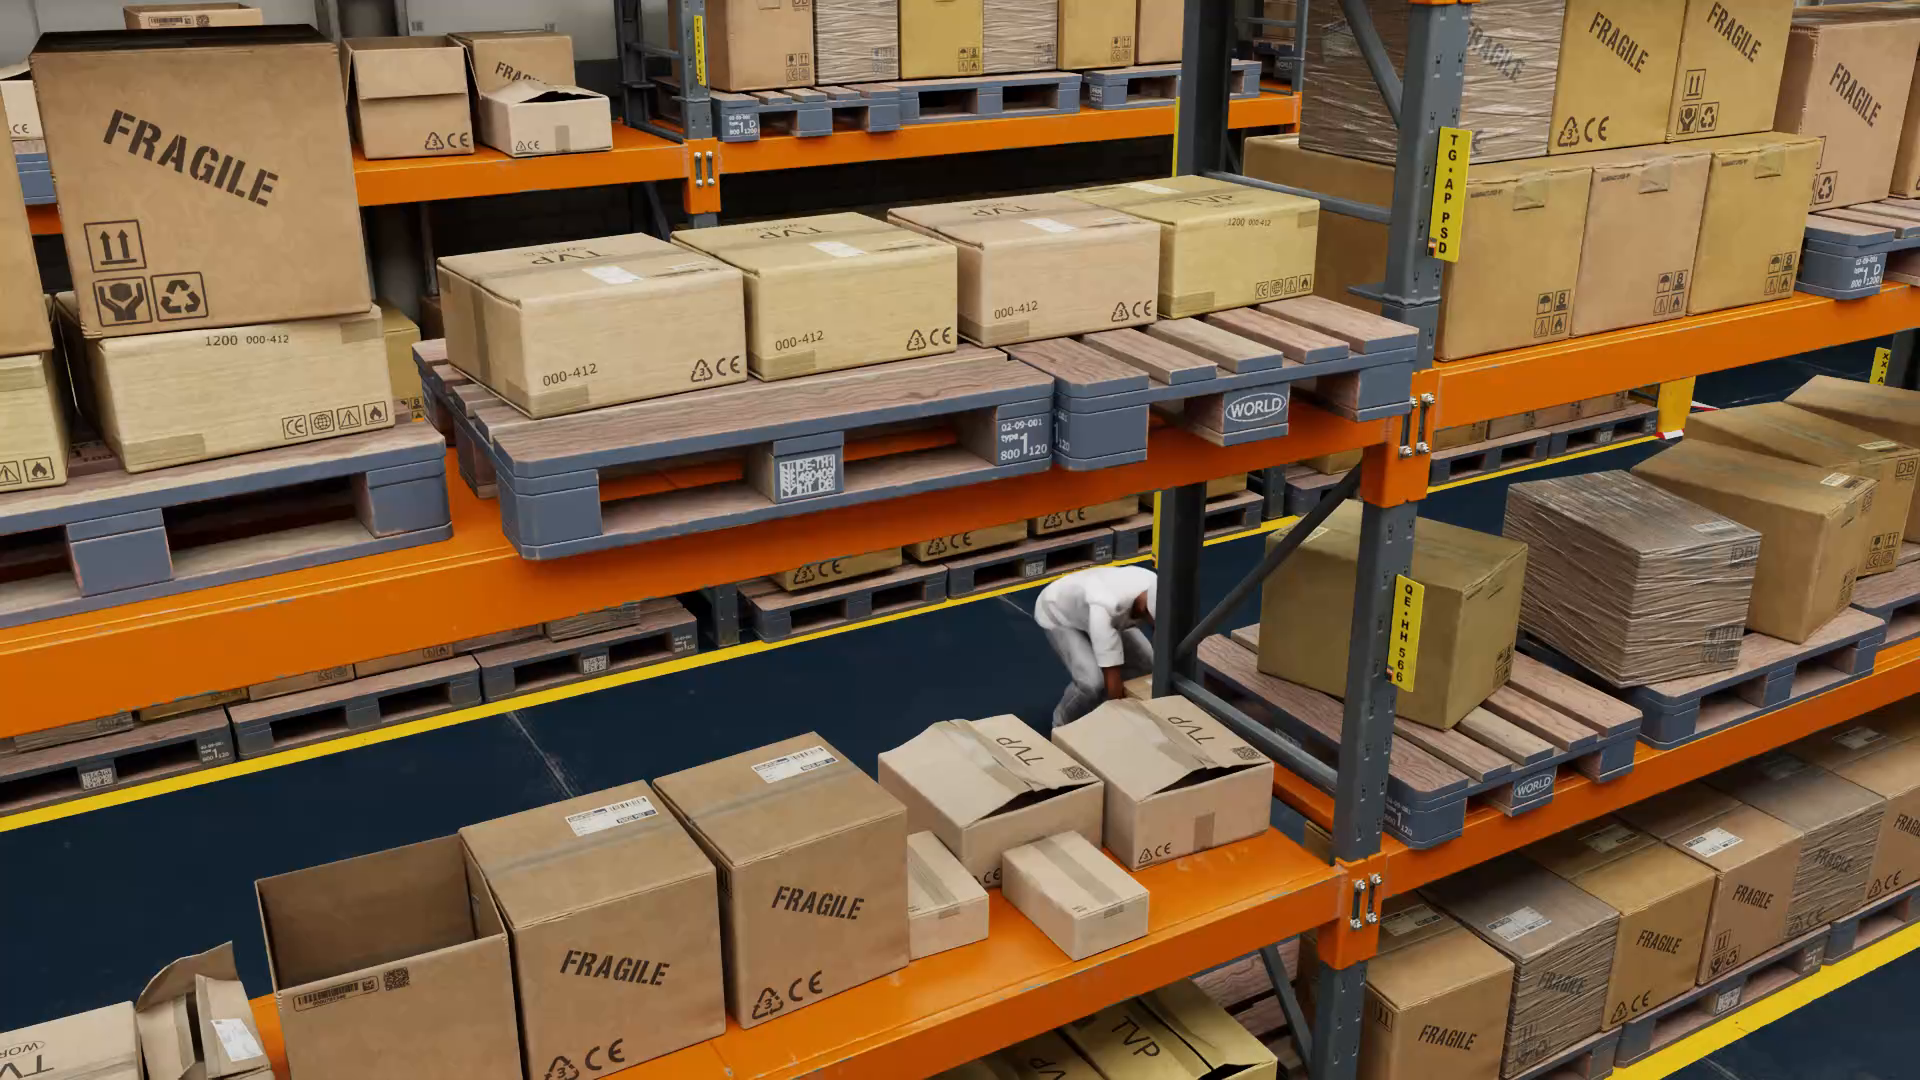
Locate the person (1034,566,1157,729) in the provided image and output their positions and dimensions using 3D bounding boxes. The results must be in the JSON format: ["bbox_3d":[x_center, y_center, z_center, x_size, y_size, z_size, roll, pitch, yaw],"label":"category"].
[{"bbox_3d":[0.776,0.550,8.205,0.531,1.007,0.934,-13,25,-30],"label":"person"}]
